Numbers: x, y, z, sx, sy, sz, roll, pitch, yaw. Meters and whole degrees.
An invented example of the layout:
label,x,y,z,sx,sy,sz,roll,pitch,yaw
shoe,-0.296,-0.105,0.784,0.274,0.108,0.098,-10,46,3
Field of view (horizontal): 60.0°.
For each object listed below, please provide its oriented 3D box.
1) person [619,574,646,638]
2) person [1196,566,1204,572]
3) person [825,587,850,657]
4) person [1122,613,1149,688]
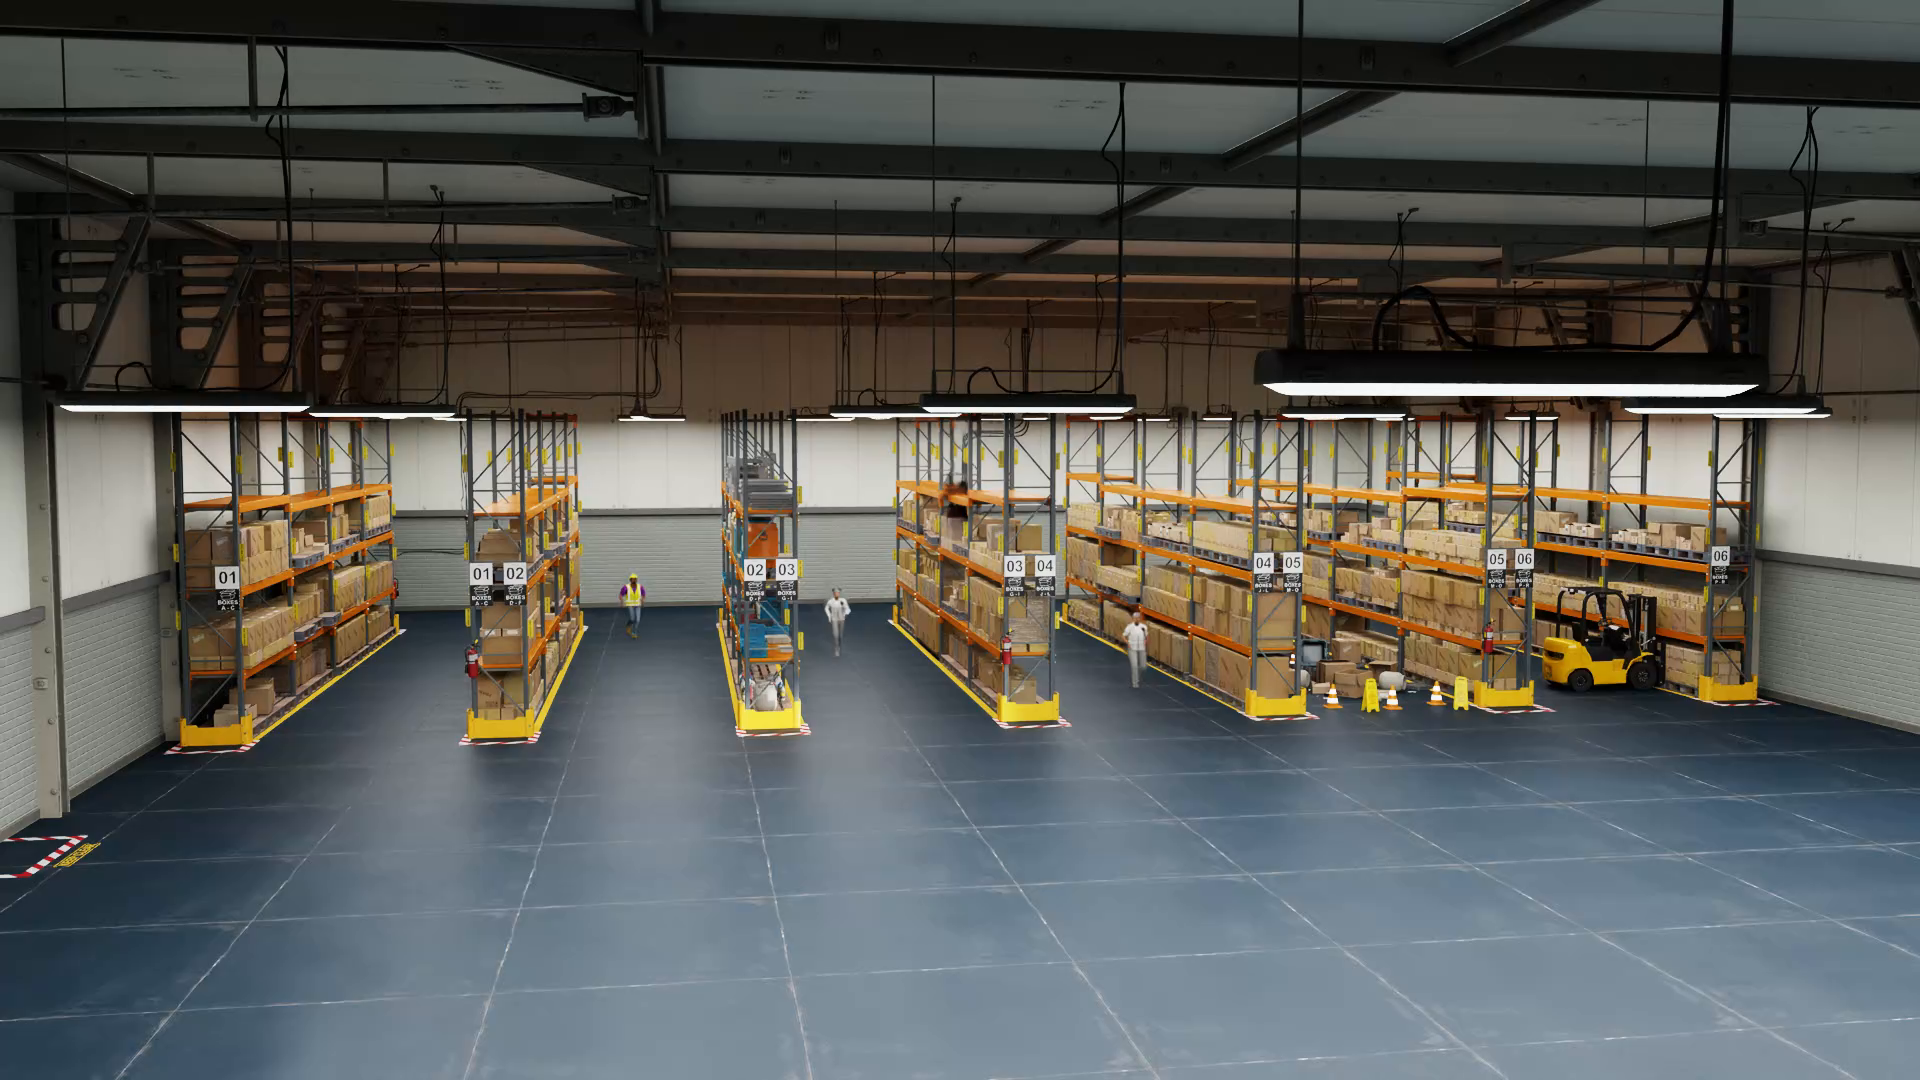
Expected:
label,x,y,z,sx,sy,sz,roll,pitch,yaw
person,-8.702,1.770,44.363,0.697,1.719,0.579,-2,4,-25
person,7.474,1.417,50.652,0.817,1.619,0.559,0,4,0
person,-3.007,1.997,40.991,0.610,1.689,0.839,-1,4,-9
person,3.838,2.385,36.274,0.608,1.617,0.599,0,4,-6
